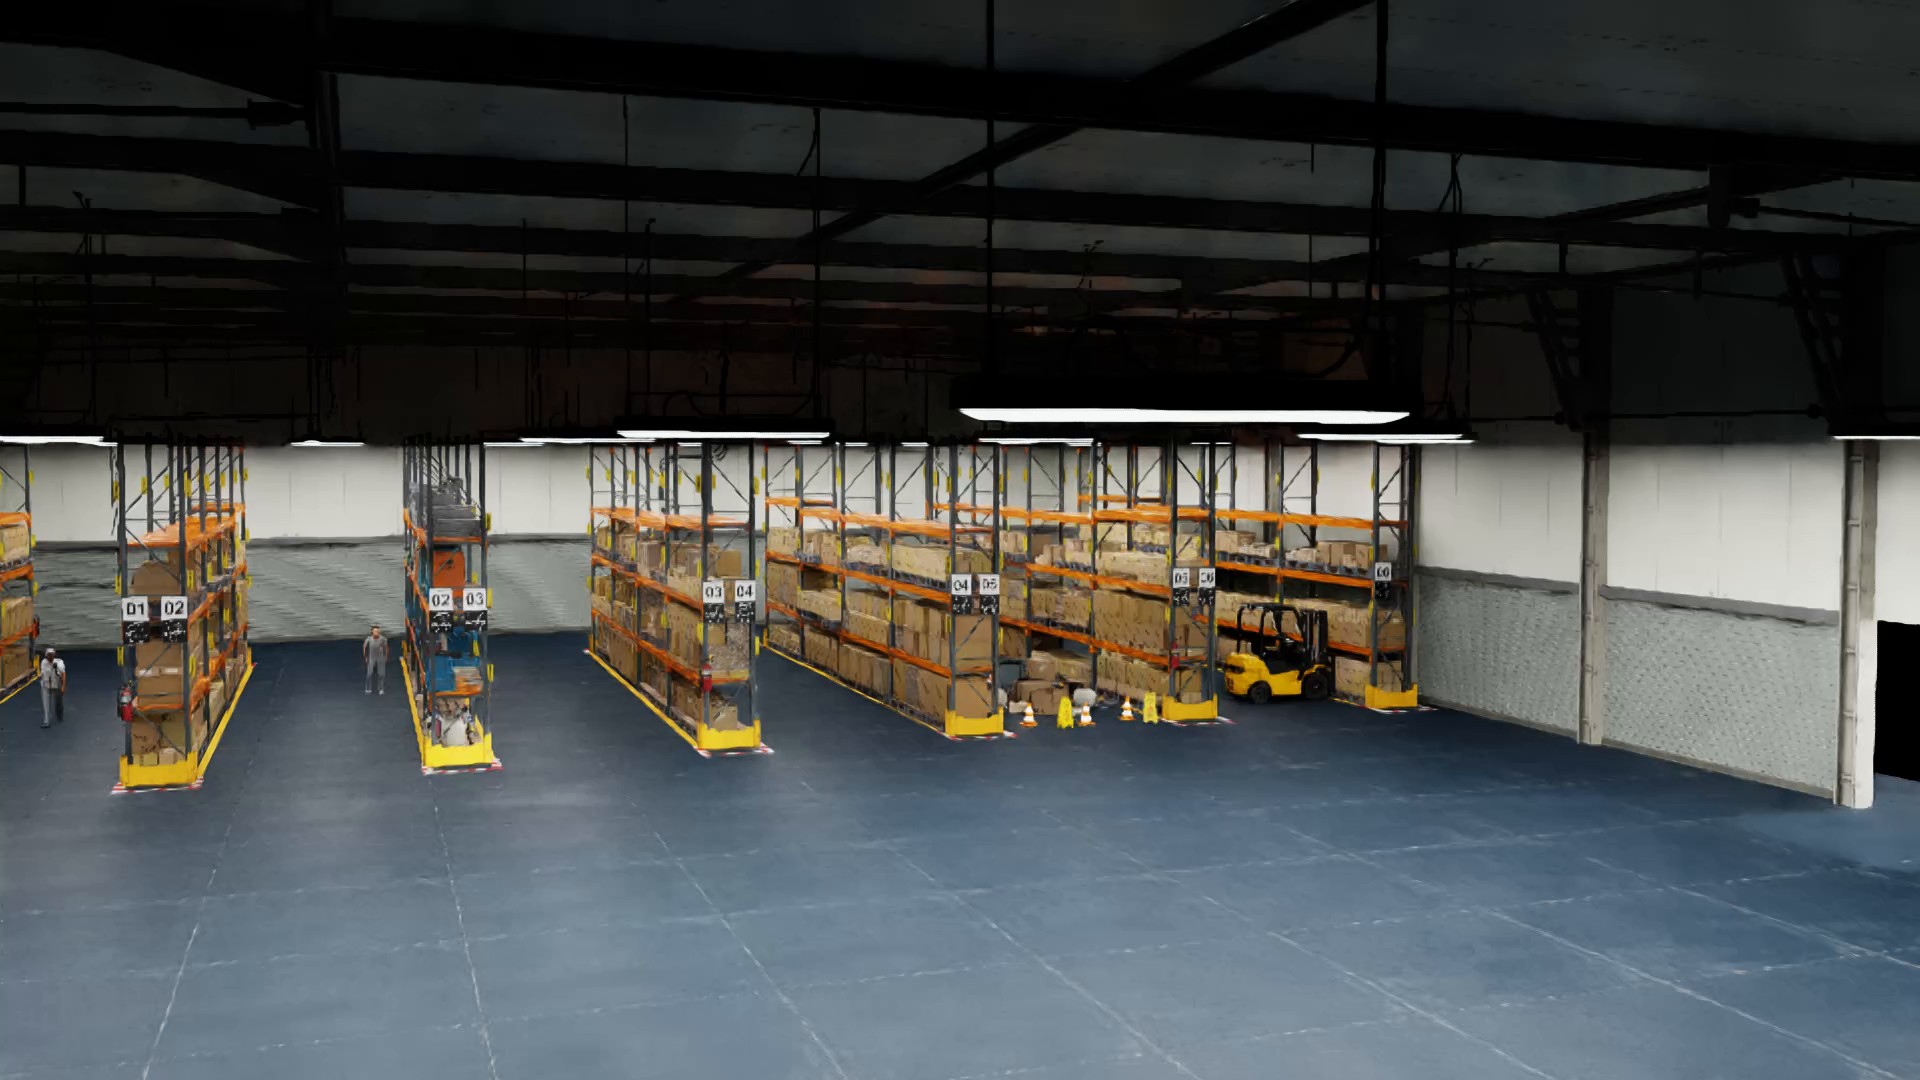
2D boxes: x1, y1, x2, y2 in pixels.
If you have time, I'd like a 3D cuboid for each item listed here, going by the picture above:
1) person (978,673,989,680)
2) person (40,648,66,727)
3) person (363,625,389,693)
[{"bbox_3d":[0.550,2.645,40.967,0.505,1.590,0.417,3,4,40],"label":"person"},{"bbox_3d":[-18.720,3.011,34.337,0.493,1.606,0.991,-1,3,-21],"label":"person"},{"bbox_3d":[-13.592,2.776,38.701,0.580,1.619,0.507,-1,3,-21],"label":"person"}]
